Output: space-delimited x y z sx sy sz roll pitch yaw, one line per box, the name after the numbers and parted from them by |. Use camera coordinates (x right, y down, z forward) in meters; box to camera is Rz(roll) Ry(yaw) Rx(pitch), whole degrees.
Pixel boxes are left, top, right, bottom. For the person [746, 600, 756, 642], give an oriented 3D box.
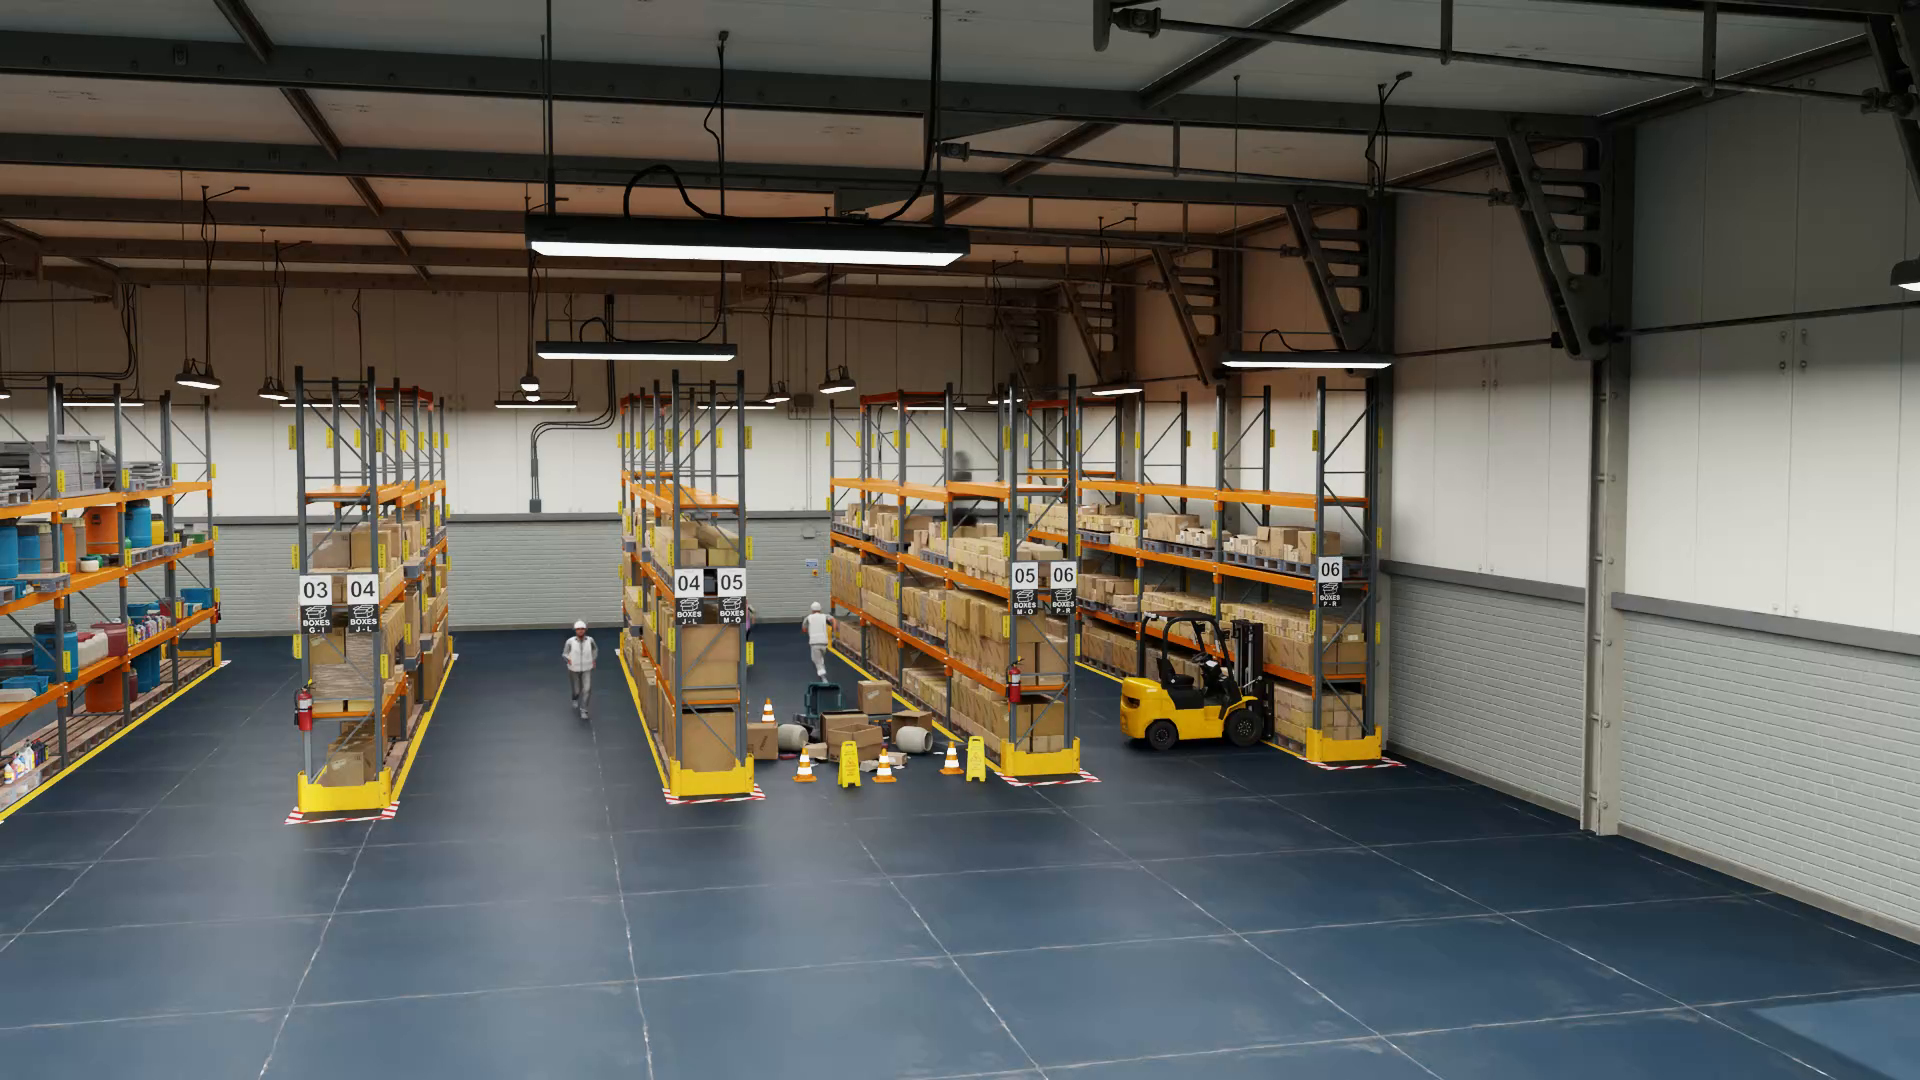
-4.785 2.028 36.809 0.537 1.593 0.890 -1 4 -16 | person

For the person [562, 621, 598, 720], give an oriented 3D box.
-6.872 2.331 30.129 0.650 1.754 0.876 -1 4 -18 | person

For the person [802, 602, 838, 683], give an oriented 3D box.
-2.839 2.120 33.520 0.643 1.720 0.922 -2 4 -24 | person
